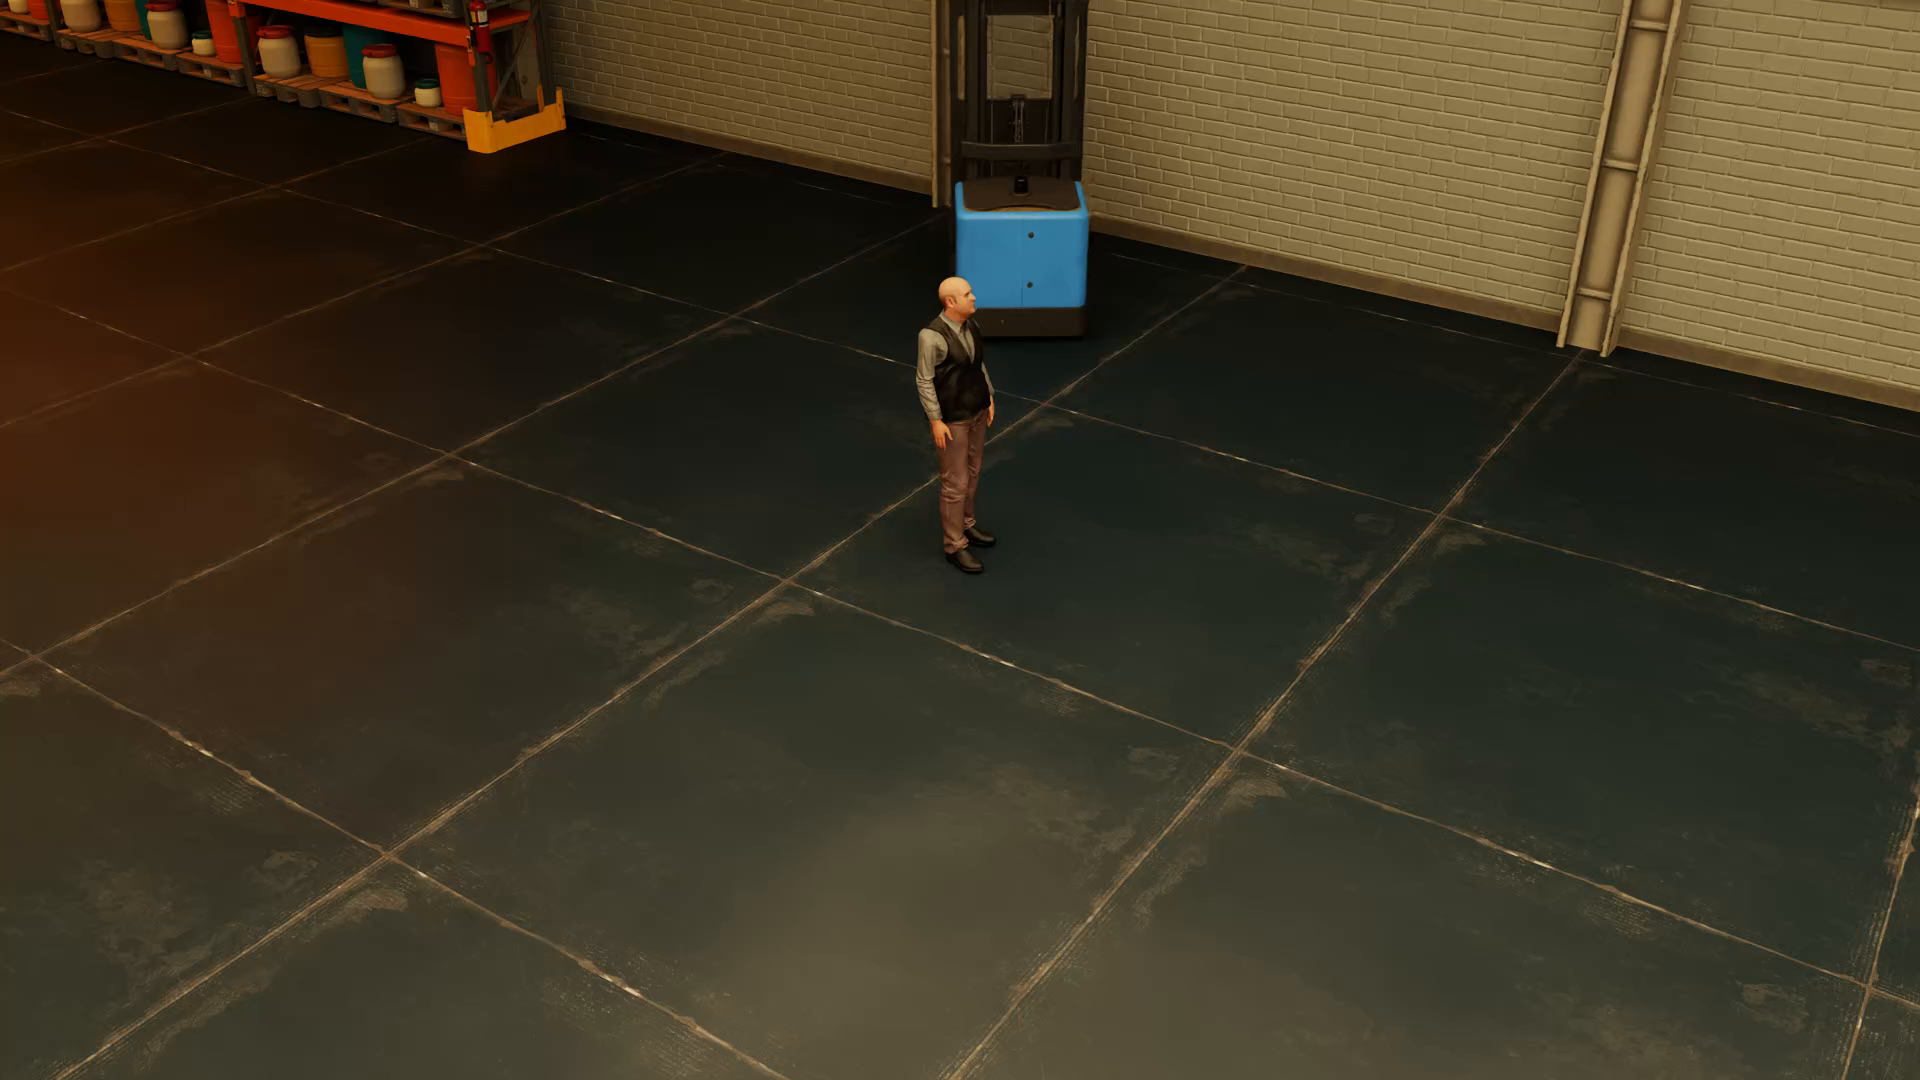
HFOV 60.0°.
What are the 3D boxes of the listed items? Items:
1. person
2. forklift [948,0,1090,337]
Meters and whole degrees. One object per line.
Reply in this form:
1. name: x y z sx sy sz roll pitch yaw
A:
1. person: 0.047 -0.730 10.028 0.568 1.720 0.632 19 35 29
2. forklift: 0.457 -3.570 13.729 1.130 2.935 3.031 -1 30 -1
